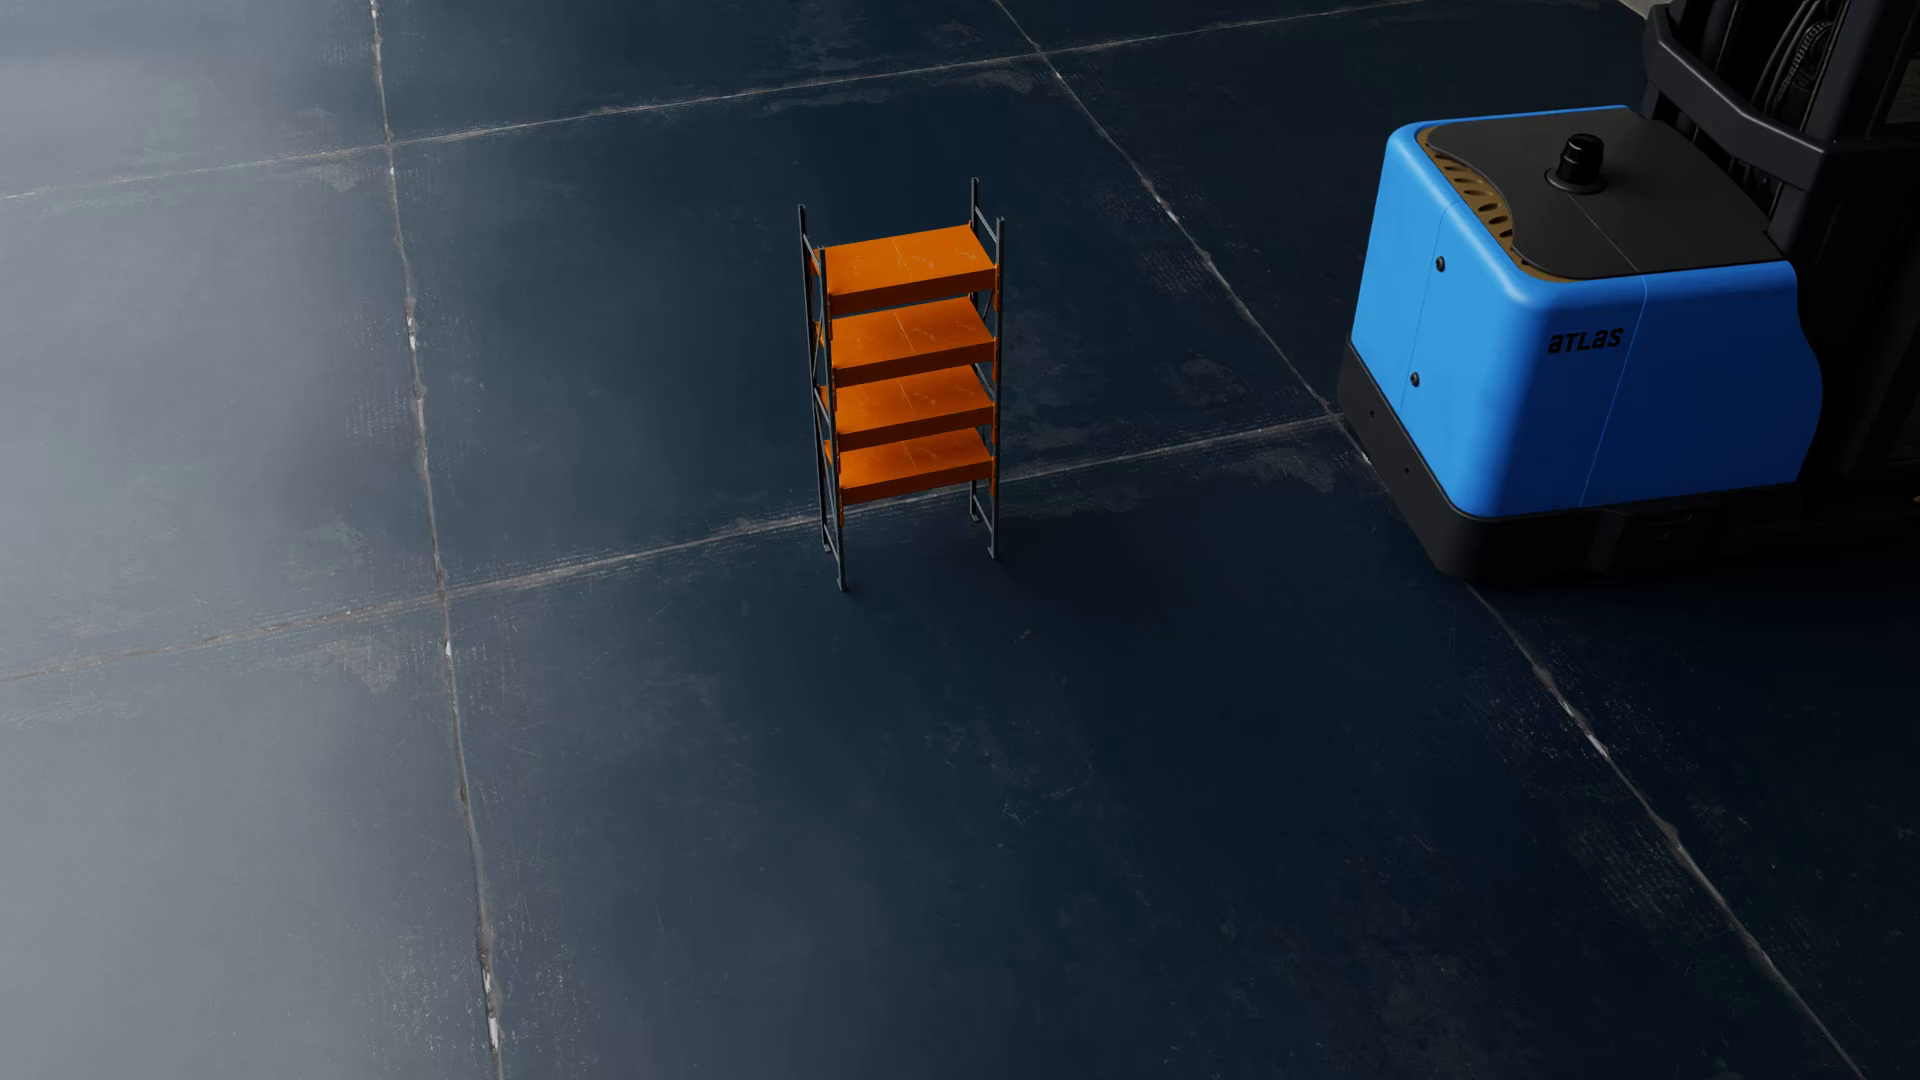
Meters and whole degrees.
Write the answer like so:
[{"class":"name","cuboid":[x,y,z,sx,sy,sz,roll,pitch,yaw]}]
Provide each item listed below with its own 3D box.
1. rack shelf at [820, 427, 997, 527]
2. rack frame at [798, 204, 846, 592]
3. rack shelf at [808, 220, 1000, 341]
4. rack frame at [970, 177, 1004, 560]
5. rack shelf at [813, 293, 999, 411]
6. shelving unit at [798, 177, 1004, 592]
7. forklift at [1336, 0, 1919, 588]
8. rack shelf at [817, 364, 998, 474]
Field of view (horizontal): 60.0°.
[{"class":"rack shelf","cuboid":[-0.158,-0.219,4.993,0.480,0.148,0.258,-12,42,-13]},{"class":"rack frame","cuboid":[-0.391,-0.371,4.763,0.015,1.200,0.240,-12,42,-13]},{"class":"rack shelf","cuboid":[-0.158,-0.715,4.559,0.480,0.148,0.258,-12,42,-13]},{"class":"rack frame","cuboid":[0.075,-0.467,4.873,0.015,1.200,0.240,-12,42,-13]},{"class":"rack shelf","cuboid":[-0.158,-0.537,4.715,0.480,0.148,0.258,-12,42,-13]},{"class":"shelving unit","cuboid":[-0.158,-0.419,4.818,0.503,1.200,0.258,-12,42,-13]},{"class":"forklift","cuboid":[2.855,-1.426,4.655,3.031,2.935,1.130,-7,42,-8]},{"class":"rack shelf","cuboid":[-0.158,-0.368,4.862,0.480,0.148,0.258,-12,42,-13]}]
